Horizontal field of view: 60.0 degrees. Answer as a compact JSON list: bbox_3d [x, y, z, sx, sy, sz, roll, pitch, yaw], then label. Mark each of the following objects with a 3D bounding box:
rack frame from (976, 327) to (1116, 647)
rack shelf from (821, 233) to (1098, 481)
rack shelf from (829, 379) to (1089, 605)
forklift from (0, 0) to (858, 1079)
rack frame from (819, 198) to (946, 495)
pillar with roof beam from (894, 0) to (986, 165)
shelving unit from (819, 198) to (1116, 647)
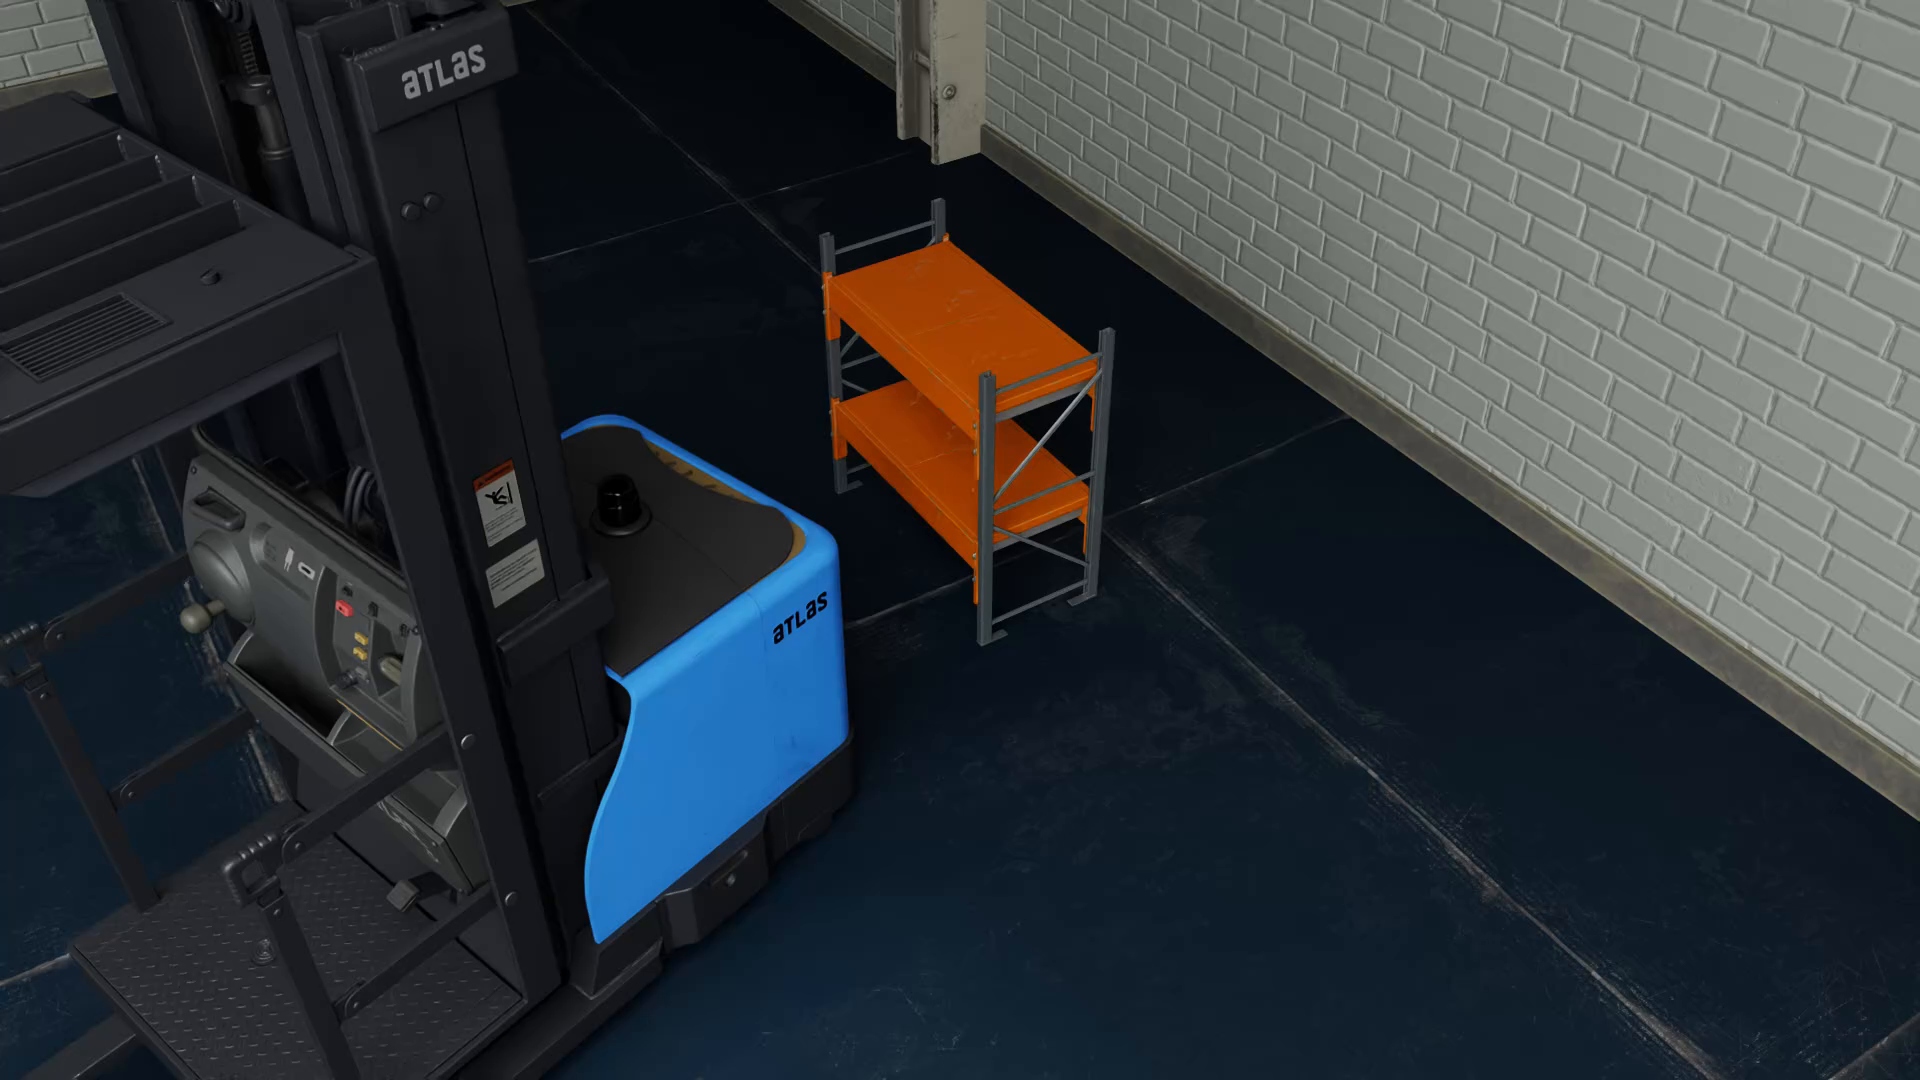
[{"bbox_3d":[0.277,-0.154,5.556,0.500,1.125,0.032,-22,45,-24],"label":"rack frame"},{"bbox_3d":[0.004,-0.653,5.698,0.538,0.278,1.000,-22,45,-24],"label":"rack shelf"},{"bbox_3d":[0.004,-0.241,6.042,0.538,0.278,1.000,-22,45,-24],"label":"rack shelf"},{"bbox_3d":[-1.653,0.212,3.707,1.130,2.935,3.031,28,47,30],"label":"forklift"},{"bbox_3d":[-0.270,-0.703,6.215,0.500,1.125,0.032,-22,45,-24],"label":"rack frame"},{"bbox_3d":[-3.730,-4.065,4.099,9.100,9.000,0.400,-22,45,-24],"label":"pillar with roof beam"},{"bbox_3d":[0.004,-0.428,5.886,0.538,1.125,1.048,-22,45,-24],"label":"shelving unit"}]
